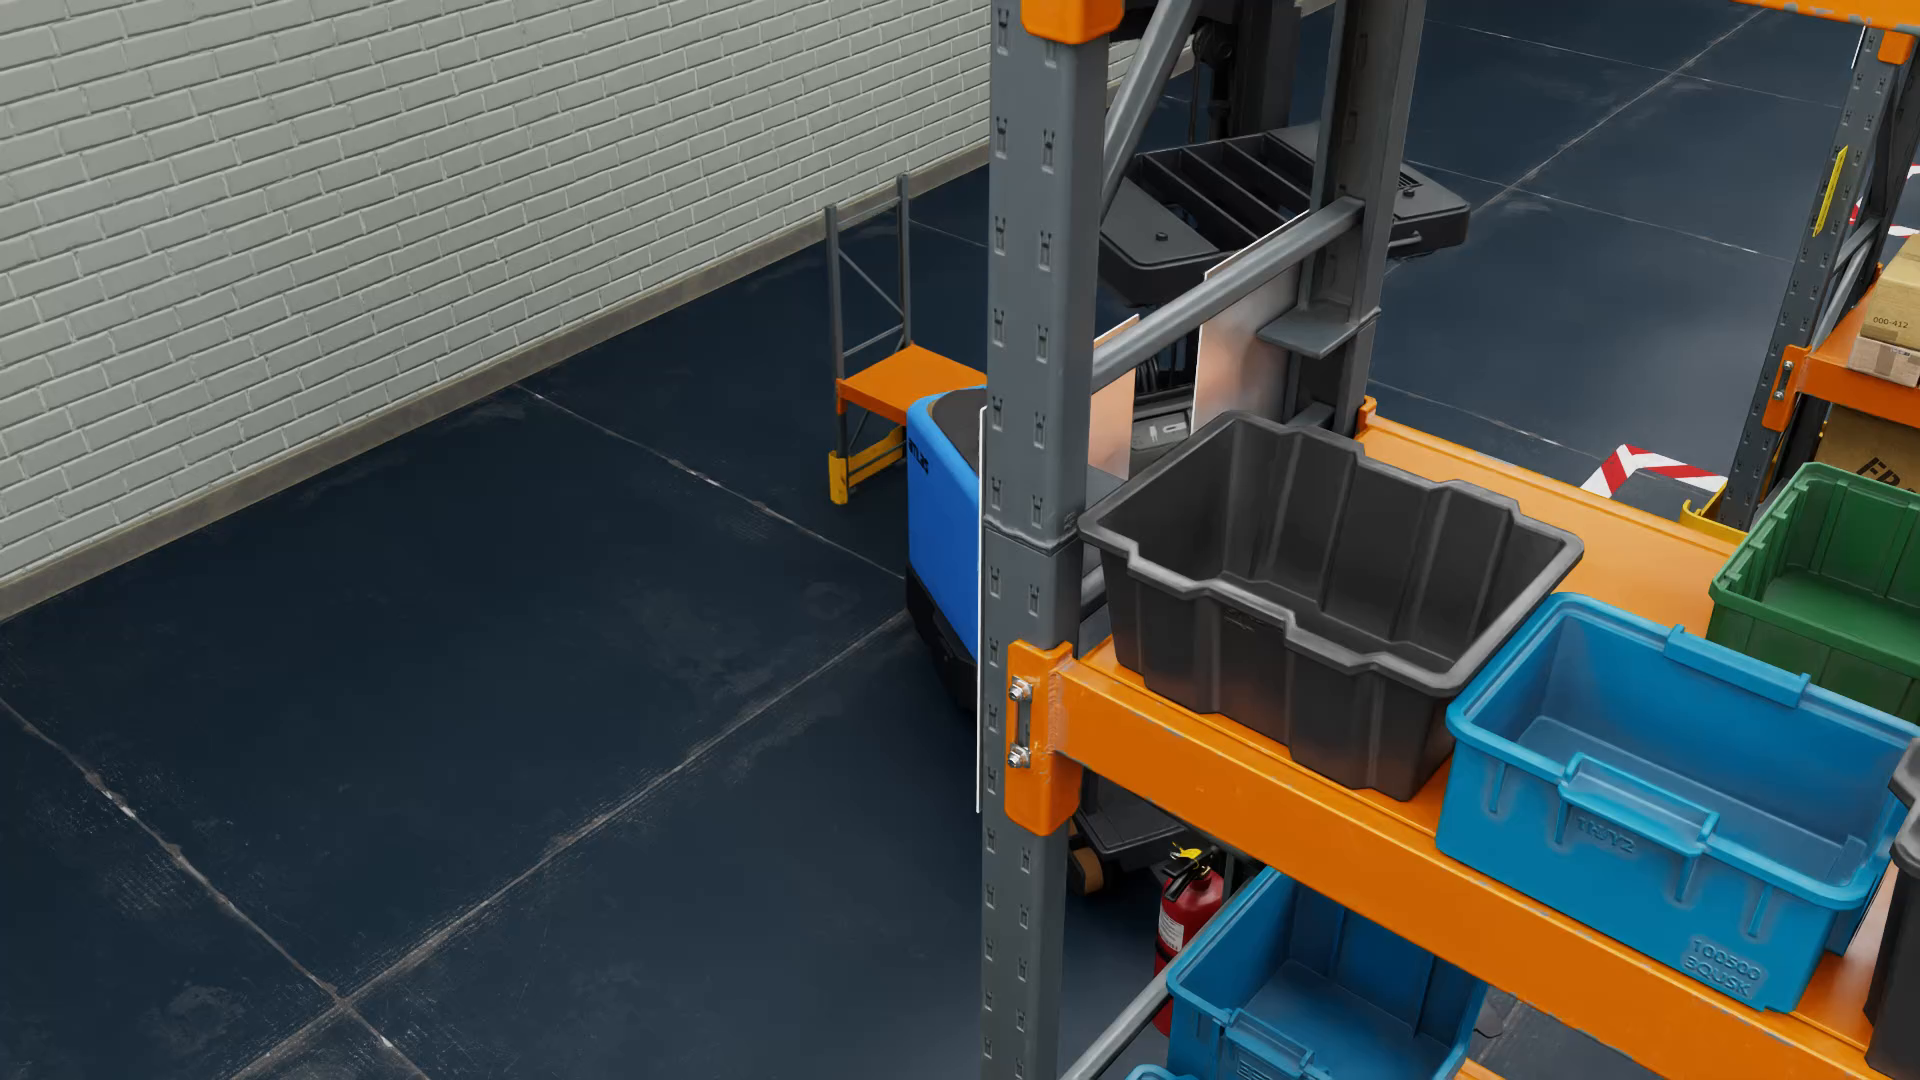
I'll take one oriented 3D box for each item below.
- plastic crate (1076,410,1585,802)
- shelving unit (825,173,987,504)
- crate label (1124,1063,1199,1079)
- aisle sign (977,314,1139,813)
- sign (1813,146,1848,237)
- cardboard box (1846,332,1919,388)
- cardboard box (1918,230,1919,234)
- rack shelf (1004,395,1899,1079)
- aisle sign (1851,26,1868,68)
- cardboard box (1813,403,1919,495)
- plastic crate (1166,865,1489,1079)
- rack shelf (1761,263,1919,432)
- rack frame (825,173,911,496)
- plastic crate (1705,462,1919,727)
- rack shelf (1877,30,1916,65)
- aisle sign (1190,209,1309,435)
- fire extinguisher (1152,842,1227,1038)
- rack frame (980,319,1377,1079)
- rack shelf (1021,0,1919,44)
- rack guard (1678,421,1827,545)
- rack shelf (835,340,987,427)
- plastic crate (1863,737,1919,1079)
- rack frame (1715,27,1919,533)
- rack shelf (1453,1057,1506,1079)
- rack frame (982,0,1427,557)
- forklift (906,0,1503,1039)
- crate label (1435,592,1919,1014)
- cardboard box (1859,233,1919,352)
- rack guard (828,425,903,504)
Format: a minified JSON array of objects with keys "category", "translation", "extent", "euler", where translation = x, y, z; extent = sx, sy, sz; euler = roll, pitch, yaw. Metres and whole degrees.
[{"category":"plastic crate","translation":[0.519,0.099,2.421],"extent":[0.590,0.269,0.497],"euler":[25,42,32]},{"category":"shelving unit","translation":[-0.035,-0.741,7.505],"extent":[1.083,1.500,0.587],"euler":[26,42,33]},{"category":"crate label","translation":[0.381,1.298,3.305],"extent":[0.303,0.233,0.416],"euler":[25,42,32]},{"category":"aisle sign","translation":[0.156,0.053,2.727],"extent":[0.004,0.787,0.394],"euler":[25,42,32]},{"category":"sign","translation":[3.211,-1.284,6.135],"extent":[0.005,0.325,0.100],"euler":[25,42,32]},{"category":"cardboard box","translation":[3.632,-0.758,6.426],"extent":[0.250,0.149,0.380],"euler":[26,42,32]},{"category":"cardboard box","translation":[4.113,-1.134,6.622],"extent":[0.500,0.250,0.500],"euler":[25,41,31]},{"category":"rack shelf","translation":[1.938,0.806,1.913],"extent":[4.000,0.370,1.077],"euler":[25,42,32]},{"category":"aisle sign","translation":[3.323,-2.101,5.863],"extent":[0.004,0.787,0.394],"euler":[25,42,32]},{"category":"cardboard box","translation":[4.113,-0.234,6.947],"extent":[0.875,0.875,0.875],"euler":[25,42,32]},{"category":"plastic crate","translation":[0.778,1.022,3.528],"extent":[0.499,0.435,0.616],"euler":[25,42,32]},{"category":"rack shelf","translation":[5.107,-0.113,5.900],"extent":[4.000,0.370,1.077],"euler":[25,42,32]},{"category":"rack frame","translation":[-0.411,-0.927,7.776],"extent":[0.032,1.500,0.500],"euler":[26,42,33]},{"category":"plastic crate","translation":[1.342,0.105,2.485],"extent":[0.336,0.188,0.450],"euler":[25,42,32]},{"category":"rack shelf","translation":[5.107,-1.349,5.051],"extent":[4.000,0.370,1.077],"euler":[25,42,32]},{"category":"aisle sign","translation":[0.534,-0.204,3.101],"extent":[0.004,0.787,0.394],"euler":[25,42,32]},{"category":"fire extinguisher","translation":[0.576,0.955,4.108],"extent":[0.183,0.674,0.296],"euler":[25,42,32]},{"category":"rack frame","translation":[0.401,1.021,3.613],"extent":[0.127,3.000,1.000],"euler":[25,42,32]},{"category":"rack shelf","translation":[1.938,-0.266,1.177],"extent":[4.000,0.370,1.077],"euler":[25,42,32]},{"category":"rack guard","translation":[3.552,-0.112,7.471],"extent":[0.348,0.500,1.175],"euler":[25,42,32]},{"category":"rack shelf","translation":[-0.028,-0.590,7.602],"extent":[1.000,0.185,0.538],"euler":[26,42,33]},{"category":"plastic crate","translation":[1.400,0.483,1.802],"extent":[0.767,0.338,0.504],"euler":[25,42,32]},{"category":"rack frame","translation":[3.570,-1.134,6.751],"extent":[0.127,3.000,1.000],"euler":[25,42,32]},{"category":"rack shelf","translation":[1.938,2.042,2.762],"extent":[4.000,0.370,1.077],"euler":[25,42,32]},{"category":"rack frame","translation":[0.401,-1.452,1.915],"extent":[0.127,3.000,1.000],"euler":[25,42,32]},{"category":"forklift","translation":[0.798,-0.223,5.486],"extent":[1.130,2.935,3.031],"euler":[-13,37,-18]},{"category":"crate label","translation":[0.904,0.321,2.115],"extent":[0.502,0.251,0.408],"euler":[25,42,32]},{"category":"cardboard box","translation":[3.767,-0.903,6.285],"extent":[0.500,0.250,0.500],"euler":[24,41,31]},{"category":"rack guard","translation":[-0.410,-0.412,8.129],"extent":[0.087,0.250,0.587],"euler":[26,42,33]}]
